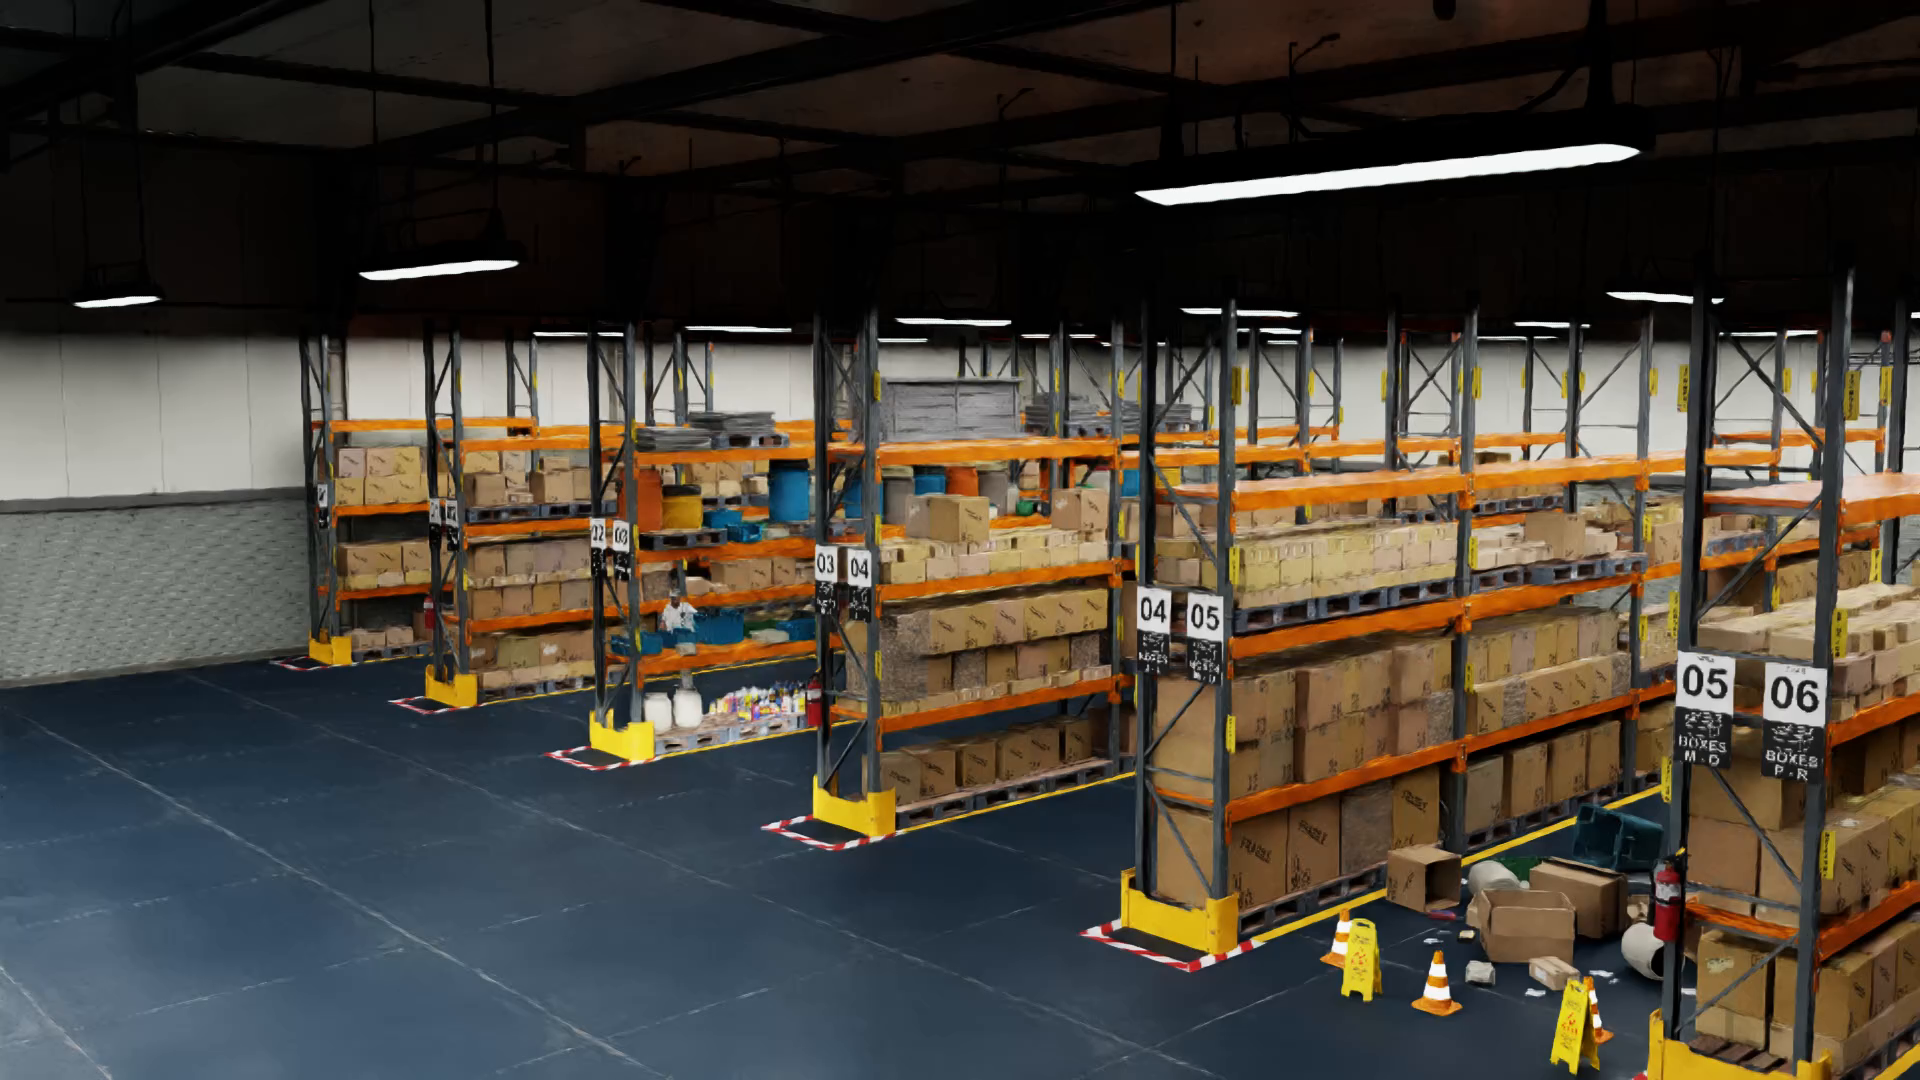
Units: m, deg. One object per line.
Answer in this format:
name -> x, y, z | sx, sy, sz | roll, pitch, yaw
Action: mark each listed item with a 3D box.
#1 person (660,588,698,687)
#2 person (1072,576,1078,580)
person -> -4.486, 1.606, 26.904 | 0.706, 1.683, 0.843 | 3, 7, 29
person -> 2.563, 0.457, 38.402 | 0.574, 1.656, 0.473 | -5, 7, -39
